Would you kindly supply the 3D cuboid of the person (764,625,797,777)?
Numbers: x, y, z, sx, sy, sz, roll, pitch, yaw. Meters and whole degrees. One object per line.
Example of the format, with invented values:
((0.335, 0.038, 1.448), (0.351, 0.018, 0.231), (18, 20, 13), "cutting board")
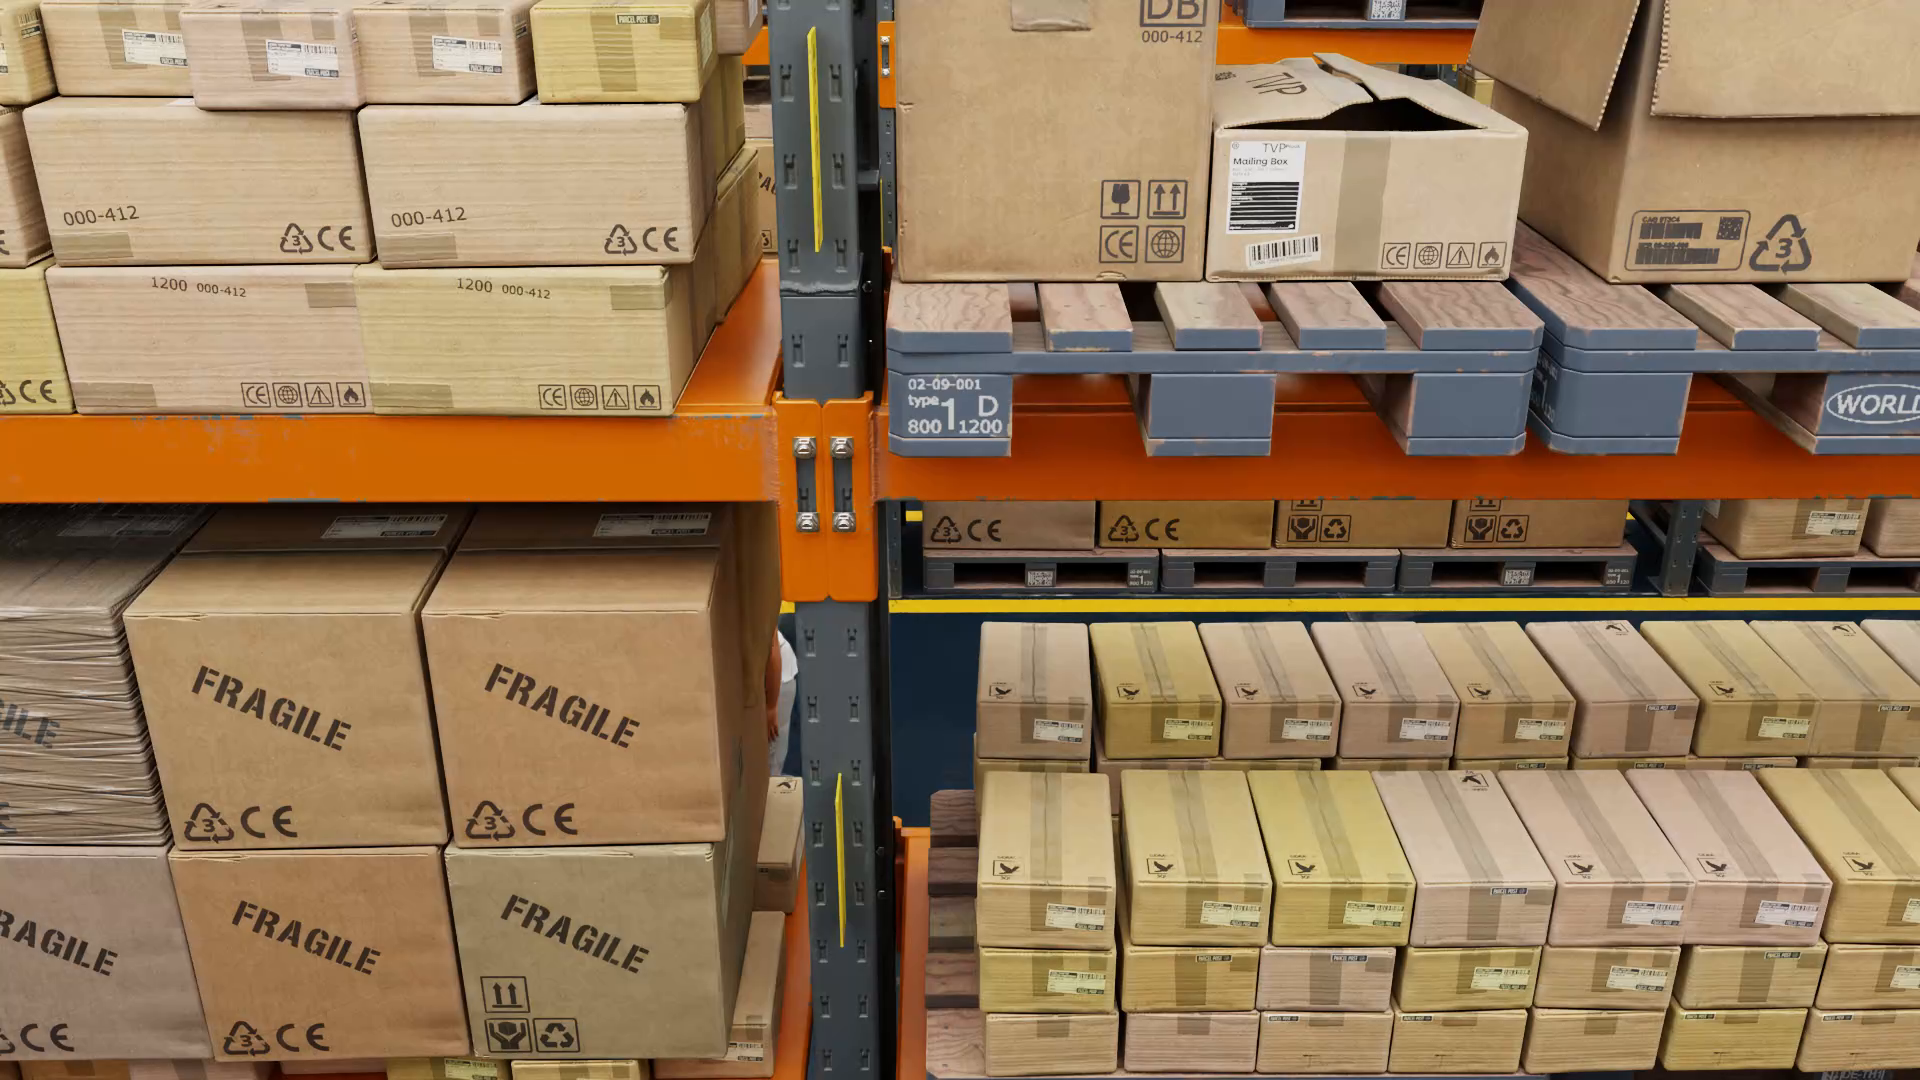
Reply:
((-0.729, 0.507, 5.985), (0.590, 1.656, 0.560), (-15, 28, -30), "person")
